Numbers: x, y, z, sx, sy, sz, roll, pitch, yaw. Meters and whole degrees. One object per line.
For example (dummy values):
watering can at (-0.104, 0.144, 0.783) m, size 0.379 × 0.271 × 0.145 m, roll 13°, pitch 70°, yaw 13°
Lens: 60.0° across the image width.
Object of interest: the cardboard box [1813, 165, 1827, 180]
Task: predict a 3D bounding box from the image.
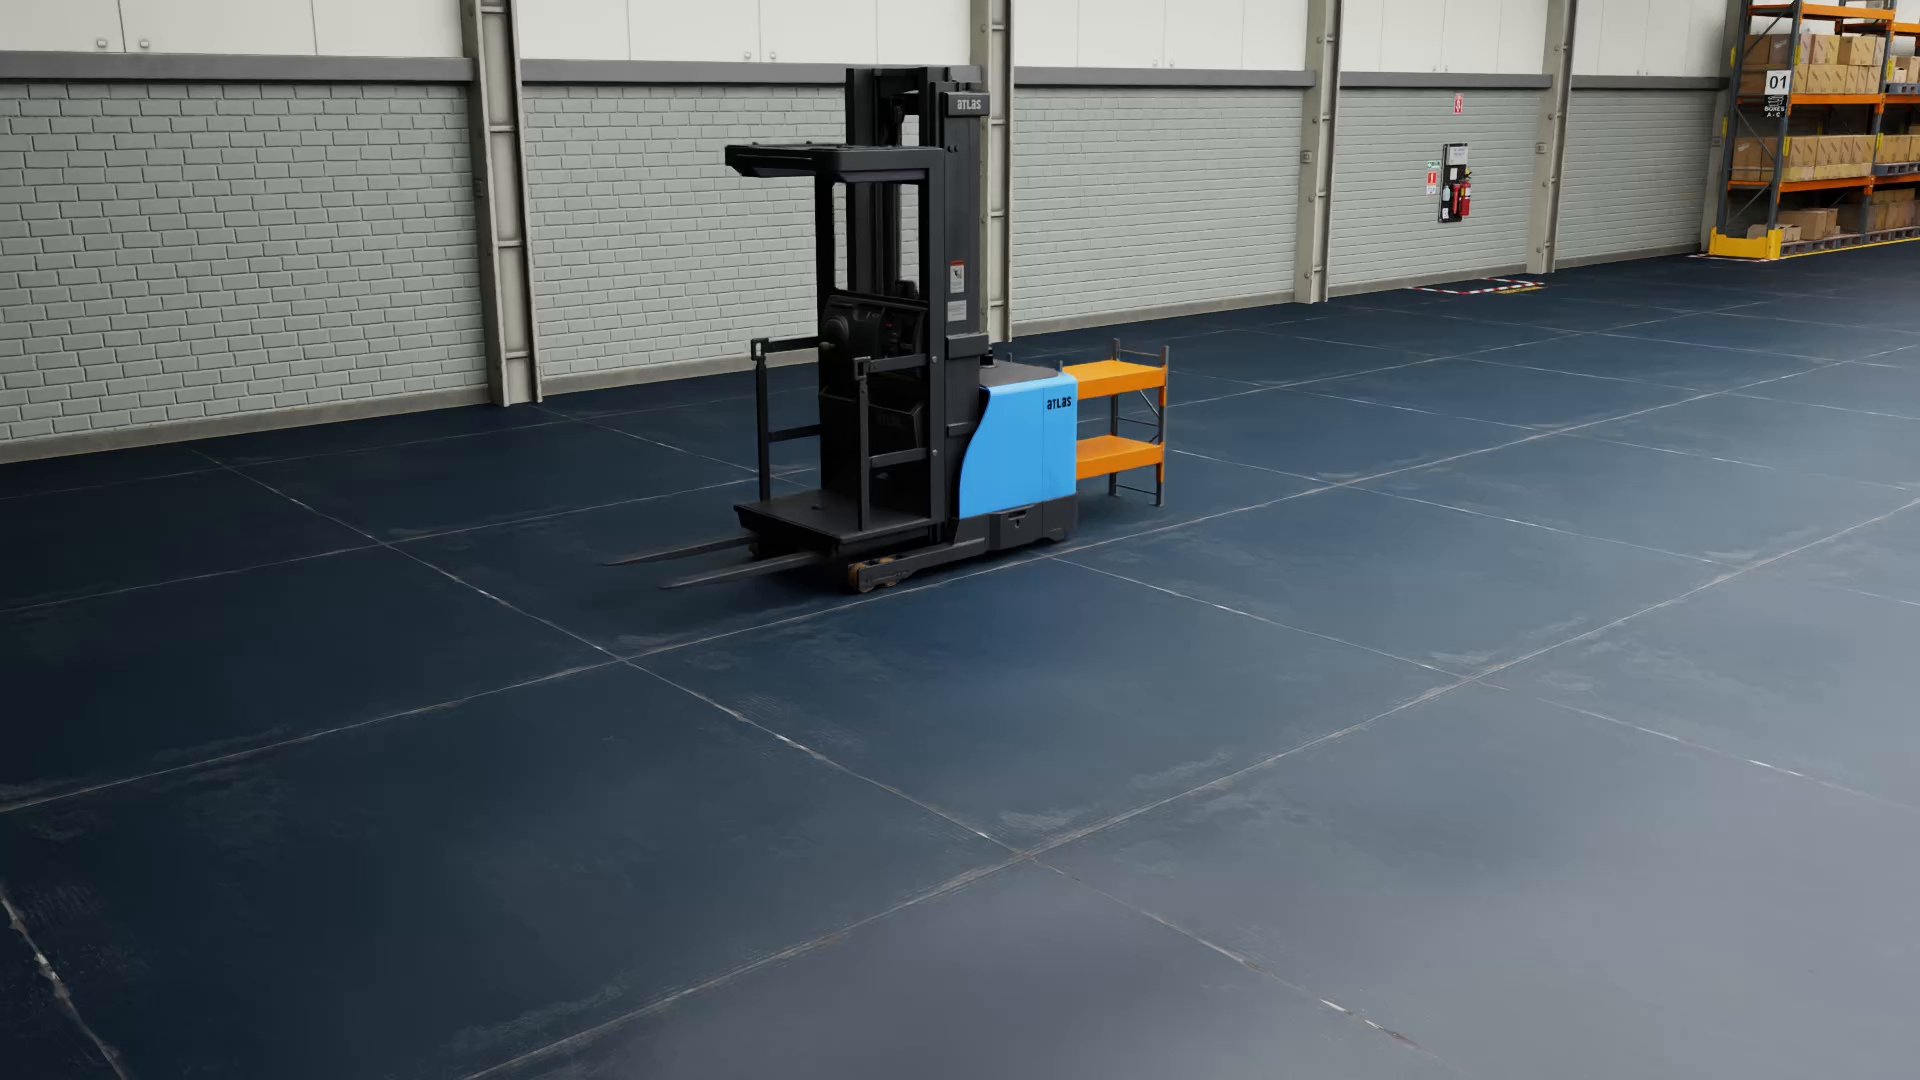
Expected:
cardboard box at (15.325, -6.658, 30.116) m, size 0.500 × 0.250 × 0.500 m, roll -13°, pitch 20°, yaw -40°

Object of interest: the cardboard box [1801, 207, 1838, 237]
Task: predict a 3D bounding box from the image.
cardboard box at (16.239, -6.023, 31.478) m, size 0.500 × 0.500 × 0.500 m, roll 14°, pitch 21°, yaw 43°

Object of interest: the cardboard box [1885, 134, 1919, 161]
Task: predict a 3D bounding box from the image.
cardboard box at (18.740, -7.843, 33.255) m, size 0.500 × 0.500 × 0.700 m, roll -13°, pitch 19°, yaw -39°

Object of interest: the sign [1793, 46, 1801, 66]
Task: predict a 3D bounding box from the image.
sign at (14.334, -8.290, 28.467) m, size 0.005 × 0.325 × 0.100 m, roll -13°, pitch 19°, yaw -39°

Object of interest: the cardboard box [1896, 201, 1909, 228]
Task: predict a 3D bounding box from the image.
cardboard box at (18.683, -6.598, 33.630) m, size 0.500 × 0.500 × 0.700 m, roll -13°, pitch 20°, yaw -40°

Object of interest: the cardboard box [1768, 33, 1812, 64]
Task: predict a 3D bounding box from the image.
cardboard box at (14.428, -8.533, 28.899) m, size 0.500 × 0.500 × 0.500 m, roll 14°, pitch 21°, yaw 43°

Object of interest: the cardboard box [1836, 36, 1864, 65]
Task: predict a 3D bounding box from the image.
cardboard box at (16.002, -8.869, 30.158) m, size 0.500 × 0.500 × 0.500 m, roll -14°, pitch 20°, yaw -41°

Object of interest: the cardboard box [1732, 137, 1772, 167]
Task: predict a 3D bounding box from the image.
cardboard box at (14.194, -6.945, 29.737) m, size 0.500 × 0.500 × 0.500 m, roll -13°, pitch 20°, yaw -40°

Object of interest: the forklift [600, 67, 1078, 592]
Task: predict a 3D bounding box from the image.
forklift at (-0.680, -1.265, 9.807) m, size 3.031 × 2.935 × 1.130 m, roll -13°, pitch 20°, yaw -40°

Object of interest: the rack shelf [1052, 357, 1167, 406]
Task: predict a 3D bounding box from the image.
rack shelf at (0.867, -1.024, 11.268) m, size 1.000 × 0.278 × 0.538 m, roll -13°, pitch 20°, yaw -40°

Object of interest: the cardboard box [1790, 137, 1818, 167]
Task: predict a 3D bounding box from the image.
cardboard box at (14.915, -6.928, 29.673) m, size 0.500 × 0.500 × 0.500 m, roll -13°, pitch 19°, yaw -39°

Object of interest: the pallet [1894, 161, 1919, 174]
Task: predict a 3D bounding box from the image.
pallet at (18.546, -7.444, 33.176) m, size 1.213 × 0.211 × 1.003 m, roll -13°, pitch 19°, yaw -39°

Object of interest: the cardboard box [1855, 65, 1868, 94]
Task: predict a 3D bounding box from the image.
cardboard box at (16.387, -8.492, 30.685) m, size 0.500 × 0.500 × 0.500 m, roll 14°, pitch 20°, yaw 42°

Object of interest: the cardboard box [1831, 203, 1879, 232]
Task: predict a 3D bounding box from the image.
cardboard box at (17.540, -6.335, 32.644) m, size 0.500 × 0.500 × 0.700 m, roll -12°, pitch 19°, yaw -38°

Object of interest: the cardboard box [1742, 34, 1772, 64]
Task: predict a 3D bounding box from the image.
cardboard box at (14.131, -8.638, 29.295) m, size 0.500 × 0.500 × 0.500 m, roll -12°, pitch 19°, yaw -37°

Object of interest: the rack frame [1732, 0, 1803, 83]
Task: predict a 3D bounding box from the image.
rack frame at (13.978, -9.423, 28.589) m, size 0.127 × 3.000 × 1.000 m, roll -13°, pitch 19°, yaw -39°

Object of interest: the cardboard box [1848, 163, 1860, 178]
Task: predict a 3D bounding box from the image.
cardboard box at (16.456, -6.917, 31.085) m, size 0.500 × 0.250 × 0.500 m, roll -13°, pitch 19°, yaw -39°

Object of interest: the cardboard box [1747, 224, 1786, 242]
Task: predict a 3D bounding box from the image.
cardboard box at (14.559, -5.537, 30.026) m, size 0.500 × 0.311 × 0.500 m, roll 13°, pitch 20°, yaw 41°

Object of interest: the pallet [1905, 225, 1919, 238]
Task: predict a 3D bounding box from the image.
pallet at (19.422, -6.400, 34.302) m, size 1.213 × 0.211 × 1.003 m, roll -13°, pitch 19°, yaw -39°

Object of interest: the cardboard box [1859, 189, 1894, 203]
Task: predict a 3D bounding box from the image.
cardboard box at (18.260, -6.861, 33.162) m, size 0.500 × 0.250 × 0.500 m, roll -13°, pitch 20°, yaw -41°

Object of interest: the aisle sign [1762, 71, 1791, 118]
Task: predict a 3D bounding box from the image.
aisle sign at (14.120, -7.710, 28.763) m, size 0.004 × 0.787 × 0.394 m, roll -13°, pitch 19°, yaw -39°

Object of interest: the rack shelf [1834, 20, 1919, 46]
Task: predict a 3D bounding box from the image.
rack shelf at (18.504, -9.898, 32.538) m, size 4.000 × 0.370 × 1.077 m, roll -13°, pitch 19°, yaw -39°

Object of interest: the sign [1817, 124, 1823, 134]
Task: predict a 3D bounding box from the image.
sign at (16.628, -7.869, 32.152) m, size 0.005 × 0.325 × 0.100 m, roll -13°, pitch 19°, yaw -39°

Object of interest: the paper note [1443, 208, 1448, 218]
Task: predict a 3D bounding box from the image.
paper note at (7.344, -4.942, 25.144) m, size 0.142 × 0.148 × 0.016 m, roll -13°, pitch 19°, yaw -39°

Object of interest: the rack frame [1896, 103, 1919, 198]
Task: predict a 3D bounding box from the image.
rack frame at (20.013, -7.880, 34.436) m, size 0.127 × 3.000 × 1.000 m, roll -13°, pitch 19°, yaw -39°

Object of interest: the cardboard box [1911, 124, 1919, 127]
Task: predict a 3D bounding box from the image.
cardboard box at (20.185, -8.571, 34.762) m, size 0.500 × 0.250 × 0.500 m, roll -12°, pitch 19°, yaw -38°

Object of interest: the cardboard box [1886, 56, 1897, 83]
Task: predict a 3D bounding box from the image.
cardboard box at (17.460, -8.979, 31.734) m, size 0.500 × 0.500 × 0.500 m, roll -9°, pitch 18°, yaw -32°

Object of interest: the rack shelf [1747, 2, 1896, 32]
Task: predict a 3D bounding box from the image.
rack shelf at (15.487, -9.412, 29.950) m, size 4.000 × 0.370 × 1.077 m, roll -13°, pitch 19°, yaw -39°

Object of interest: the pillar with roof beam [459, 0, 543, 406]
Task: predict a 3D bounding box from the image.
pillar with roof beam at (-1.341, -4.806, 11.304) m, size 0.400 × 9.000 × 9.100 m, roll -13°, pitch 19°, yaw -39°

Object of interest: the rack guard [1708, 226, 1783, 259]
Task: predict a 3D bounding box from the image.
rack guard at (14.035, -5.330, 29.734) m, size 0.348 × 0.500 × 1.175 m, roll -13°, pitch 19°, yaw -39°

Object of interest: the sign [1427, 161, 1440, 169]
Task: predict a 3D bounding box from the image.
sign at (7.047, -5.582, 24.740) m, size 0.331 × 0.109 × 0.001 m, roll -13°, pitch 19°, yaw -39°

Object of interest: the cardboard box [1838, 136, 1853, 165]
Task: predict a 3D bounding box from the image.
cardboard box at (16.082, -7.192, 30.662) m, size 0.500 × 0.500 × 0.500 m, roll -13°, pitch 20°, yaw -41°

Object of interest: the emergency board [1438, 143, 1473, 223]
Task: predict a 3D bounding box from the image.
emergency board at (7.522, -5.384, 25.092) m, size 0.643 × 1.169 × 0.194 m, roll -13°, pitch 19°, yaw -39°

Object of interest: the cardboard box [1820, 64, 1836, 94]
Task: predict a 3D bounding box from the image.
cardboard box at (15.212, -8.212, 29.637) m, size 0.500 × 0.500 × 0.500 m, roll -12°, pitch 19°, yaw -37°

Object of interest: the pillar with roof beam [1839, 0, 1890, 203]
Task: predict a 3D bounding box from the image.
pillar with roof beam at (21.290, -9.888, 30.331) m, size 0.400 × 9.000 × 9.100 m, roll -13°, pitch 19°, yaw -39°

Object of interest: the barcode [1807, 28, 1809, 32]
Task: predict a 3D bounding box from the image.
barcode at (15.664, -9.417, 30.699) m, size 0.075 × 0.075 × 0.001 m, roll -13°, pitch 19°, yaw -39°

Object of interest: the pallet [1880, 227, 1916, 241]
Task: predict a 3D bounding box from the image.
pallet at (18.502, -6.195, 33.532) m, size 1.213 × 0.211 × 1.003 m, roll -13°, pitch 19°, yaw -39°

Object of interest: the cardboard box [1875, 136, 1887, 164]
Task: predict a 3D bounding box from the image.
cardboard box at (17.402, -7.542, 32.128) m, size 0.500 × 0.500 × 0.700 m, roll -13°, pitch 19°, yaw -39°

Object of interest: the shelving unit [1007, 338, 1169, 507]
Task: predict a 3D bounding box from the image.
shelving unit at (0.867, -0.741, 11.344) m, size 1.048 × 1.125 × 0.538 m, roll -13°, pitch 20°, yaw -40°
